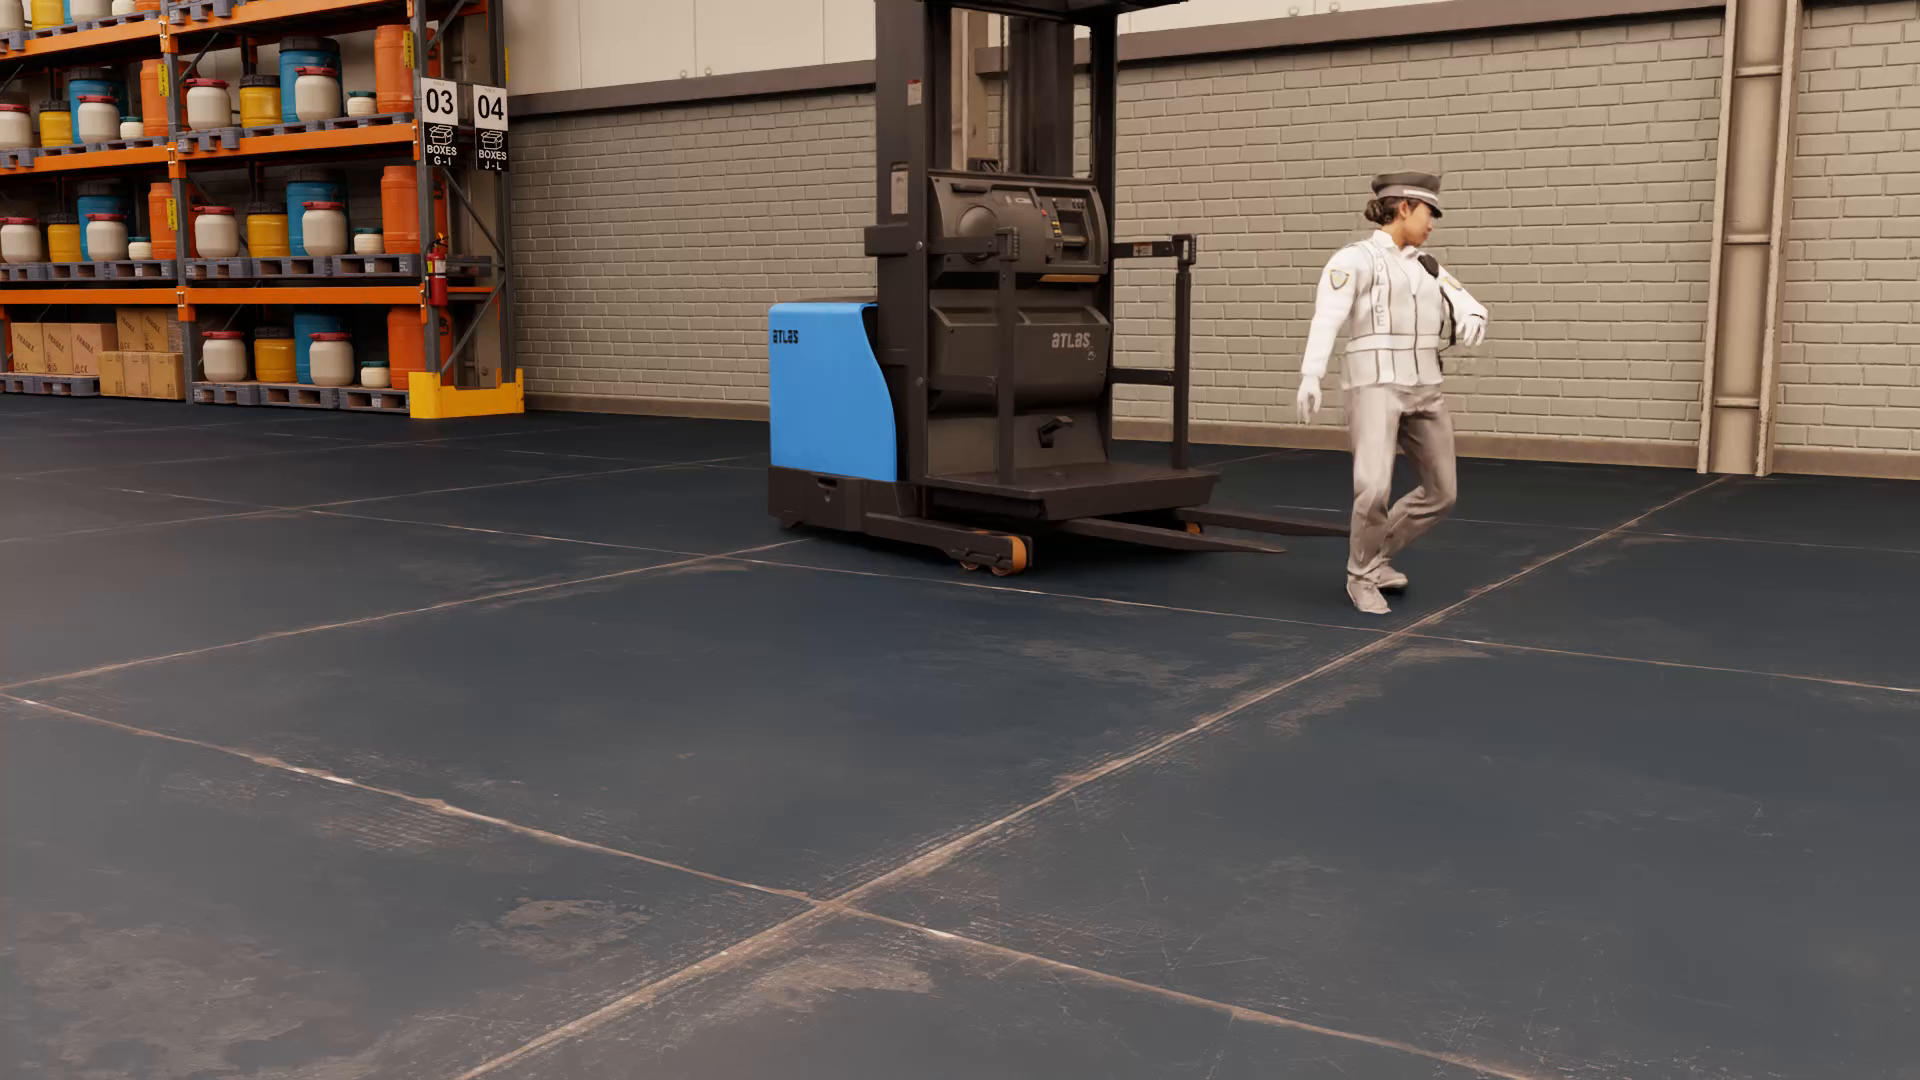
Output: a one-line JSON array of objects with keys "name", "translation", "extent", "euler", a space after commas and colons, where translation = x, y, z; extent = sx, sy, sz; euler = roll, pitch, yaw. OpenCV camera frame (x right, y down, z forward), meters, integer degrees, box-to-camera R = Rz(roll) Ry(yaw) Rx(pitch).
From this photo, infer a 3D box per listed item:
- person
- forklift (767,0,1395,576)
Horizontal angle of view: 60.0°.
[{"name": "person", "translation": [1.499, -0.488, 5.842], "extent": [0.725, 1.593, 0.783], "euler": [-5, 9, -30]}, {"name": "forklift", "translation": [0.399, -1.385, 6.932], "extent": [1.130, 2.935, 3.031], "euler": [-7, 10, -39]}]
